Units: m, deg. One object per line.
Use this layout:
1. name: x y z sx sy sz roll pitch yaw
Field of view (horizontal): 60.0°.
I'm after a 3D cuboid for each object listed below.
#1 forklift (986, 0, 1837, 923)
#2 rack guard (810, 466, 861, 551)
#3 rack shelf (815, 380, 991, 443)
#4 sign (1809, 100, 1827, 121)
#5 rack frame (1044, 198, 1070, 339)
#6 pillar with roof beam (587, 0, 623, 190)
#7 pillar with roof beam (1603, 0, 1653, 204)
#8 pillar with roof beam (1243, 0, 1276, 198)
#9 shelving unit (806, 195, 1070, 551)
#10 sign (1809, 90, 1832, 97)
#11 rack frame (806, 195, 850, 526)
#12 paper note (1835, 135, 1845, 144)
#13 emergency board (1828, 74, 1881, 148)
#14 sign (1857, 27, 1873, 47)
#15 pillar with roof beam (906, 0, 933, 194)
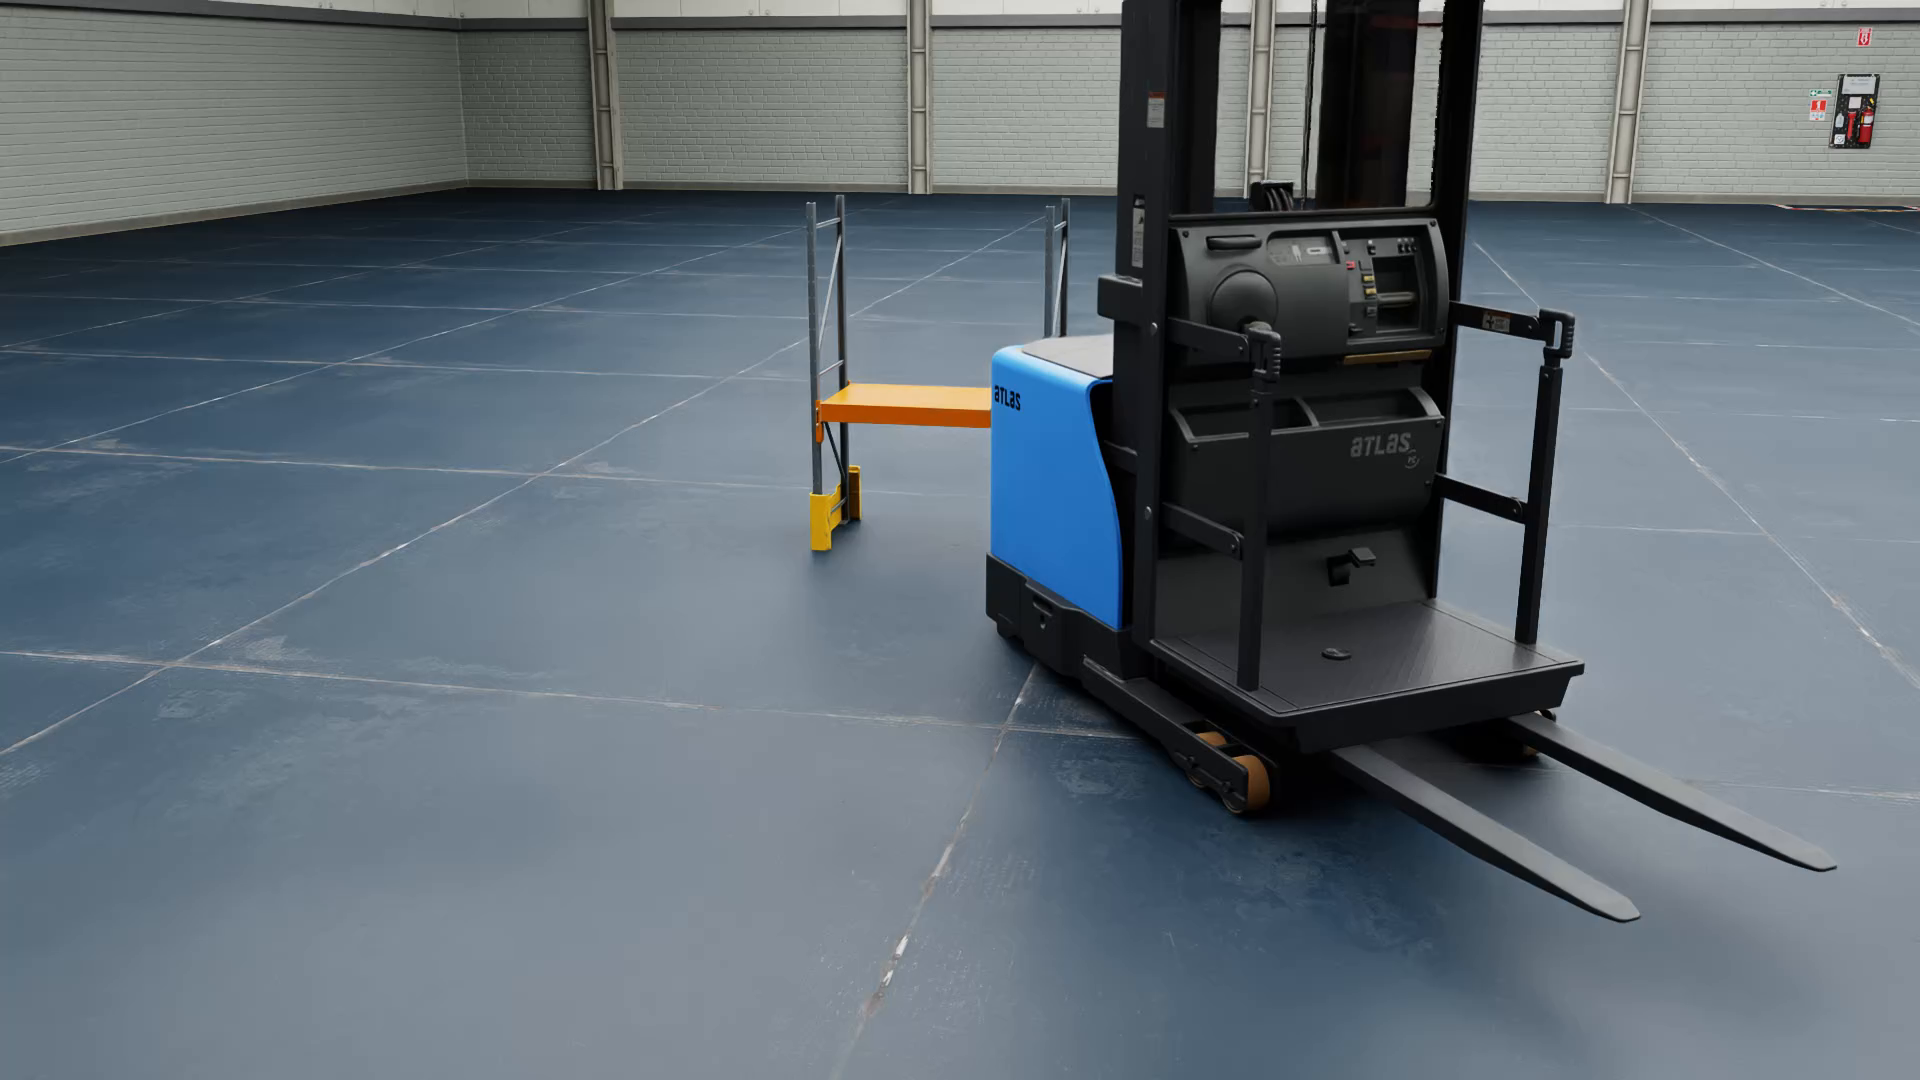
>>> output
1. forklift: 1.150 -0.769 4.776 1.130 2.935 3.031 -7 17 -23
2. rack guard: -0.563 -0.151 7.569 0.087 0.250 0.587 3 16 11
3. rack shelf: -0.084 -0.554 7.356 1.000 0.185 0.538 3 16 11
4. sign: 13.987 -7.008 27.104 0.234 0.329 0.001 3 16 11
5. rack frame: 0.415 -0.700 7.211 0.032 1.500 0.500 3 16 11
6. pillar with roof beam: -7.454 -9.834 26.137 0.400 9.000 9.100 3 16 11
7. pillar with roof beam: 10.185 -8.877 22.680 0.400 9.000 9.100 3 16 11
8. pillar with roof beam: 4.305 -9.196 23.832 0.400 9.000 9.100 3 16 11
9. shelving unit: -0.075 -0.727 7.306 1.083 1.500 0.587 3 16 11
10. sign: 13.990 -7.260 27.024 0.331 0.109 0.001 3 16 11
11. rack frame: -0.582 -0.754 7.406 0.032 1.500 0.500 3 16 11
12. paper note: 14.349 -6.537 27.122 0.142 0.148 0.016 3 16 11
13. emergency board: 14.508 -6.934 26.905 0.643 1.169 0.194 3 16 11
14. sign: 14.520 -8.078 26.691 0.199 0.298 0.001 3 16 11
15. pillar with roof beam: -1.575 -9.515 24.985 0.400 9.000 9.100 3 16 11
